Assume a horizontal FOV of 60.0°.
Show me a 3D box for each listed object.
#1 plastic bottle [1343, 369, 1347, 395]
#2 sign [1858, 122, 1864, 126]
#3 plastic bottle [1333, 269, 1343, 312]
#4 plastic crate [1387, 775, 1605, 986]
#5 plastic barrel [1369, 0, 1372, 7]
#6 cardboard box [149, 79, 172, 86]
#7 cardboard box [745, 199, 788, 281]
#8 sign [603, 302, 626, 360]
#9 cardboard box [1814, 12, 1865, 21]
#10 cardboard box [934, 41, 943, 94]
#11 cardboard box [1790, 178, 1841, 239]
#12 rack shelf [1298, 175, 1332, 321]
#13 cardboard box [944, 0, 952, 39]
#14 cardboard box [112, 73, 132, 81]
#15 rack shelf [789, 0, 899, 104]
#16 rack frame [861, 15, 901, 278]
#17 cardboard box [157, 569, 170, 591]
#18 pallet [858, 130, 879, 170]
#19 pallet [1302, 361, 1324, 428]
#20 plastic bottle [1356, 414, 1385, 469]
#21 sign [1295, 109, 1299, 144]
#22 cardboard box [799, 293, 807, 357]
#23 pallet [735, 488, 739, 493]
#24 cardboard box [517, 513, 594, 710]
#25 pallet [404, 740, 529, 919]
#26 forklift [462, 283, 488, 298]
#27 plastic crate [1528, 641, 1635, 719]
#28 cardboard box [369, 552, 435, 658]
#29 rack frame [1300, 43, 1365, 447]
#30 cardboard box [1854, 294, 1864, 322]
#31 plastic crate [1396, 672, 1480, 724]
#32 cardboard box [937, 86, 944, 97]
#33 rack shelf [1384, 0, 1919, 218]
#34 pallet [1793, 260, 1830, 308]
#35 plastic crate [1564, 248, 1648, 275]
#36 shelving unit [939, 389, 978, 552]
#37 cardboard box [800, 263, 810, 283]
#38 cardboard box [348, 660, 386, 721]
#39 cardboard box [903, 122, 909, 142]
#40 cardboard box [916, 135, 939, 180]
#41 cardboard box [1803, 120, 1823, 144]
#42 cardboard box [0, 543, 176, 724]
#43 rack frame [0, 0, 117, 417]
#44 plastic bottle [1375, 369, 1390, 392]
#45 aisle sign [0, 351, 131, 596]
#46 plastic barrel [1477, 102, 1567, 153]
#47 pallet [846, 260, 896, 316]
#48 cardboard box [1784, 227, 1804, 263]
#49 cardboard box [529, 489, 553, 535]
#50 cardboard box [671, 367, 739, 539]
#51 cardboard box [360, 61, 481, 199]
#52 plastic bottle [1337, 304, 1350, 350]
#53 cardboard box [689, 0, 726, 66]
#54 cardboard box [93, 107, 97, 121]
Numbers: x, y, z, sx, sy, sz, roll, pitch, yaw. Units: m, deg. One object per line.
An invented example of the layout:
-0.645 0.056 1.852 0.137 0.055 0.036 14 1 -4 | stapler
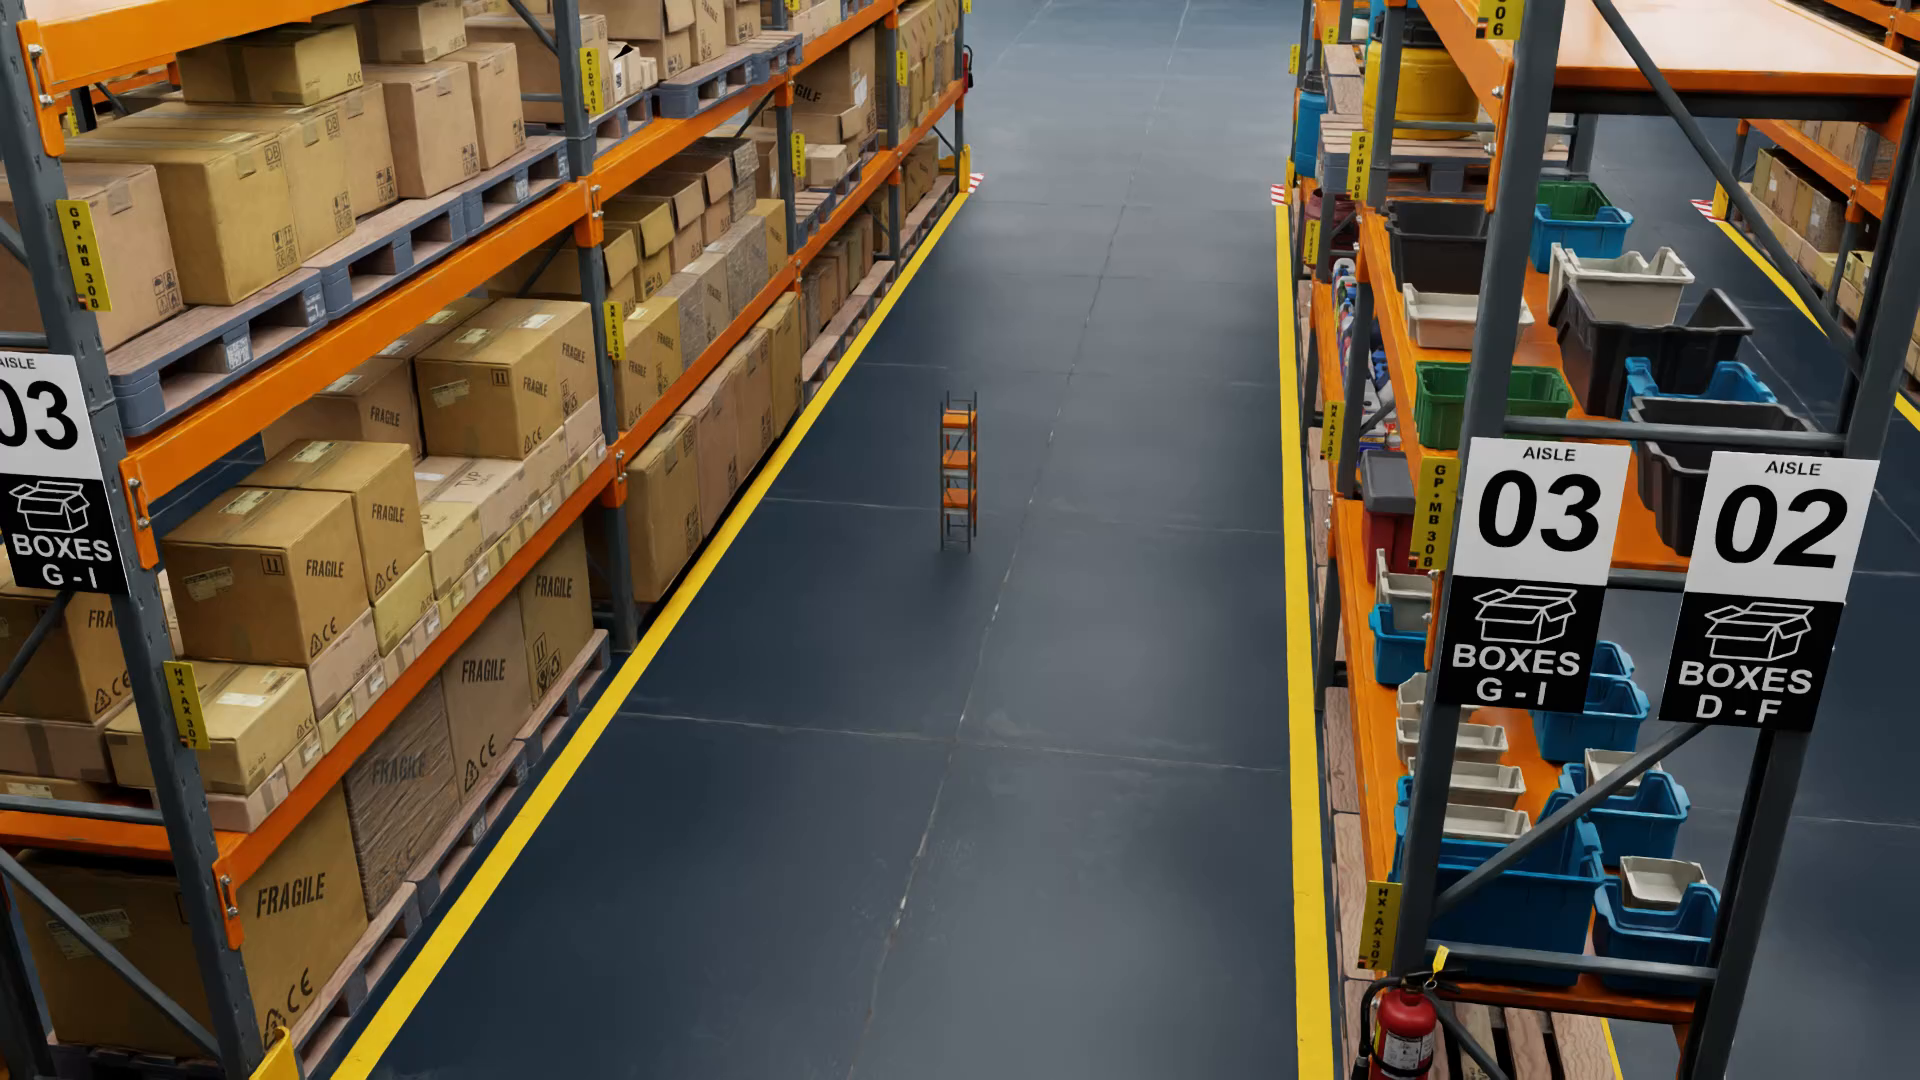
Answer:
2.368 -0.967 10.012 0.097 0.201 0.097 0 25 0 | plastic bottle
8.112 -3.866 14.857 0.100 0.325 0.005 4 25 9 | sign
2.632 -1.727 11.538 0.061 0.283 0.133 4 25 9 | plastic bottle
1.683 1.077 5.298 0.616 0.435 0.499 4 25 9 | plastic crate
3.905 -5.103 14.485 0.600 0.901 0.708 4 25 9 | plastic barrel
-6.479 -3.698 14.315 0.700 0.500 0.500 4 25 8 | cardboard box
-1.603 -2.237 12.374 0.500 0.500 0.500 5 26 10 | cardboard box
-1.872 -1.133 9.017 0.100 0.325 0.005 4 25 9 | sign
9.054 -5.059 16.871 0.700 0.500 0.500 4 25 9 | cardboard box
-0.664 -5.290 18.544 0.875 0.500 0.500 4 25 9 | cardboard box
8.691 -3.312 16.651 0.500 0.500 0.500 4 25 9 | cardboard box
3.447 -2.583 14.079 1.077 0.370 4.000 4 25 9 | rack shelf
-0.381 -5.938 18.749 0.500 0.500 0.500 4 25 9 | cardboard box
-10.226 -5.623 20.022 0.380 0.149 0.250 4 25 8 | cardboard box
-1.440 -4.285 14.176 1.077 0.370 4.000 4 25 9 | rack shelf
-1.113 -4.089 16.447 1.000 3.000 0.127 4 25 9 | rack frame
-3.090 0.217 7.073 0.500 0.250 0.500 3 25 7 | cardboard box
-1.381 -3.692 15.826 1.003 0.211 1.213 4 25 9 | pallet
3.285 -1.131 13.417 1.003 0.211 1.213 4 25 9 | pallet
2.212 -0.531 8.992 0.152 0.276 0.135 4 25 9 | plastic bottle
3.233 -3.914 15.746 0.100 0.325 0.005 4 25 9 | sign
-1.677 -1.764 13.911 0.700 0.500 0.500 3 25 6 | cardboard box
-2.171 -0.319 11.683 1.003 0.211 1.213 4 25 9 | pallet
-2.607 0.300 9.082 0.875 0.875 0.875 4 25 9 | cardboard box
-2.819 1.345 8.128 1.003 0.211 1.213 4 25 9 | pallet
-4.783 -2.394 12.907 3.031 2.935 1.130 13 28 25 | forklift
2.442 0.565 6.630 0.416 0.233 0.300 4 25 9 | plastic crate
-2.565 0.254 6.996 0.500 0.250 0.500 3 25 7 | cardboard box
3.120 -2.072 12.139 1.000 3.000 0.127 4 25 9 | rack frame
8.265 -1.980 14.690 0.500 0.250 0.500 5 25 10 | cardboard box
1.880 0.649 6.566 0.298 0.136 0.250 4 25 9 | plastic crate
-0.390 -5.198 19.113 0.380 0.149 0.250 4 25 9 | cardboard box
2.139 -1.773 5.744 1.077 0.370 4.000 4 25 9 | rack shelf
8.831 -2.467 16.272 1.003 0.211 1.213 4 25 9 | pallet
2.634 -1.080 6.793 0.293 0.136 0.466 4 25 9 | plastic crate
-0.009 -0.453 10.980 0.215 1.050 0.252 4 25 9 | shelving unit
-1.610 -2.327 14.229 0.500 0.250 0.500 7 26 14 | cardboard box
-2.567 0.595 6.737 0.380 0.149 0.250 4 25 8 | cardboard box
-0.727 -4.148 16.869 0.380 0.149 0.250 4 25 9 | cardboard box
-0.578 -4.560 19.906 0.500 0.500 0.500 9 27 18 | cardboard box
8.974 -4.277 16.731 0.700 0.500 0.500 5 26 10 | cardboard box
-3.254 0.302 6.008 0.500 0.500 0.500 4 25 9 | cardboard box
-3.074 -1.787 4.453 1.000 3.000 0.127 4 25 9 | rack frame
2.466 -0.852 9.589 0.144 0.351 0.185 4 25 9 | plastic bottle
-2.790 -0.196 5.064 0.394 0.787 0.004 4 25 9 | aisle sign
2.799 -2.213 8.245 0.433 0.535 0.433 0 25 0 | plastic barrel
-1.239 -2.500 16.342 1.003 0.211 1.213 4 25 9 | pallet
8.679 -2.973 16.812 0.500 0.250 0.500 4 25 9 | cardboard box
-2.273 -0.156 8.342 0.380 0.149 0.250 4 25 9 | cardboard box
-2.190 -0.613 11.033 1.225 0.875 0.875 3 25 7 | cardboard box
-2.581 -1.826 7.343 0.700 0.500 0.500 5 26 11 | cardboard box
2.496 -1.381 10.800 0.061 0.283 0.133 4 25 9 | plastic bottle
-1.849 -3.382 10.786 0.500 0.500 0.500 5 26 11 | cardboard box
-10.324 -4.958 19.401 0.380 0.149 0.250 5 26 12 | cardboard box
